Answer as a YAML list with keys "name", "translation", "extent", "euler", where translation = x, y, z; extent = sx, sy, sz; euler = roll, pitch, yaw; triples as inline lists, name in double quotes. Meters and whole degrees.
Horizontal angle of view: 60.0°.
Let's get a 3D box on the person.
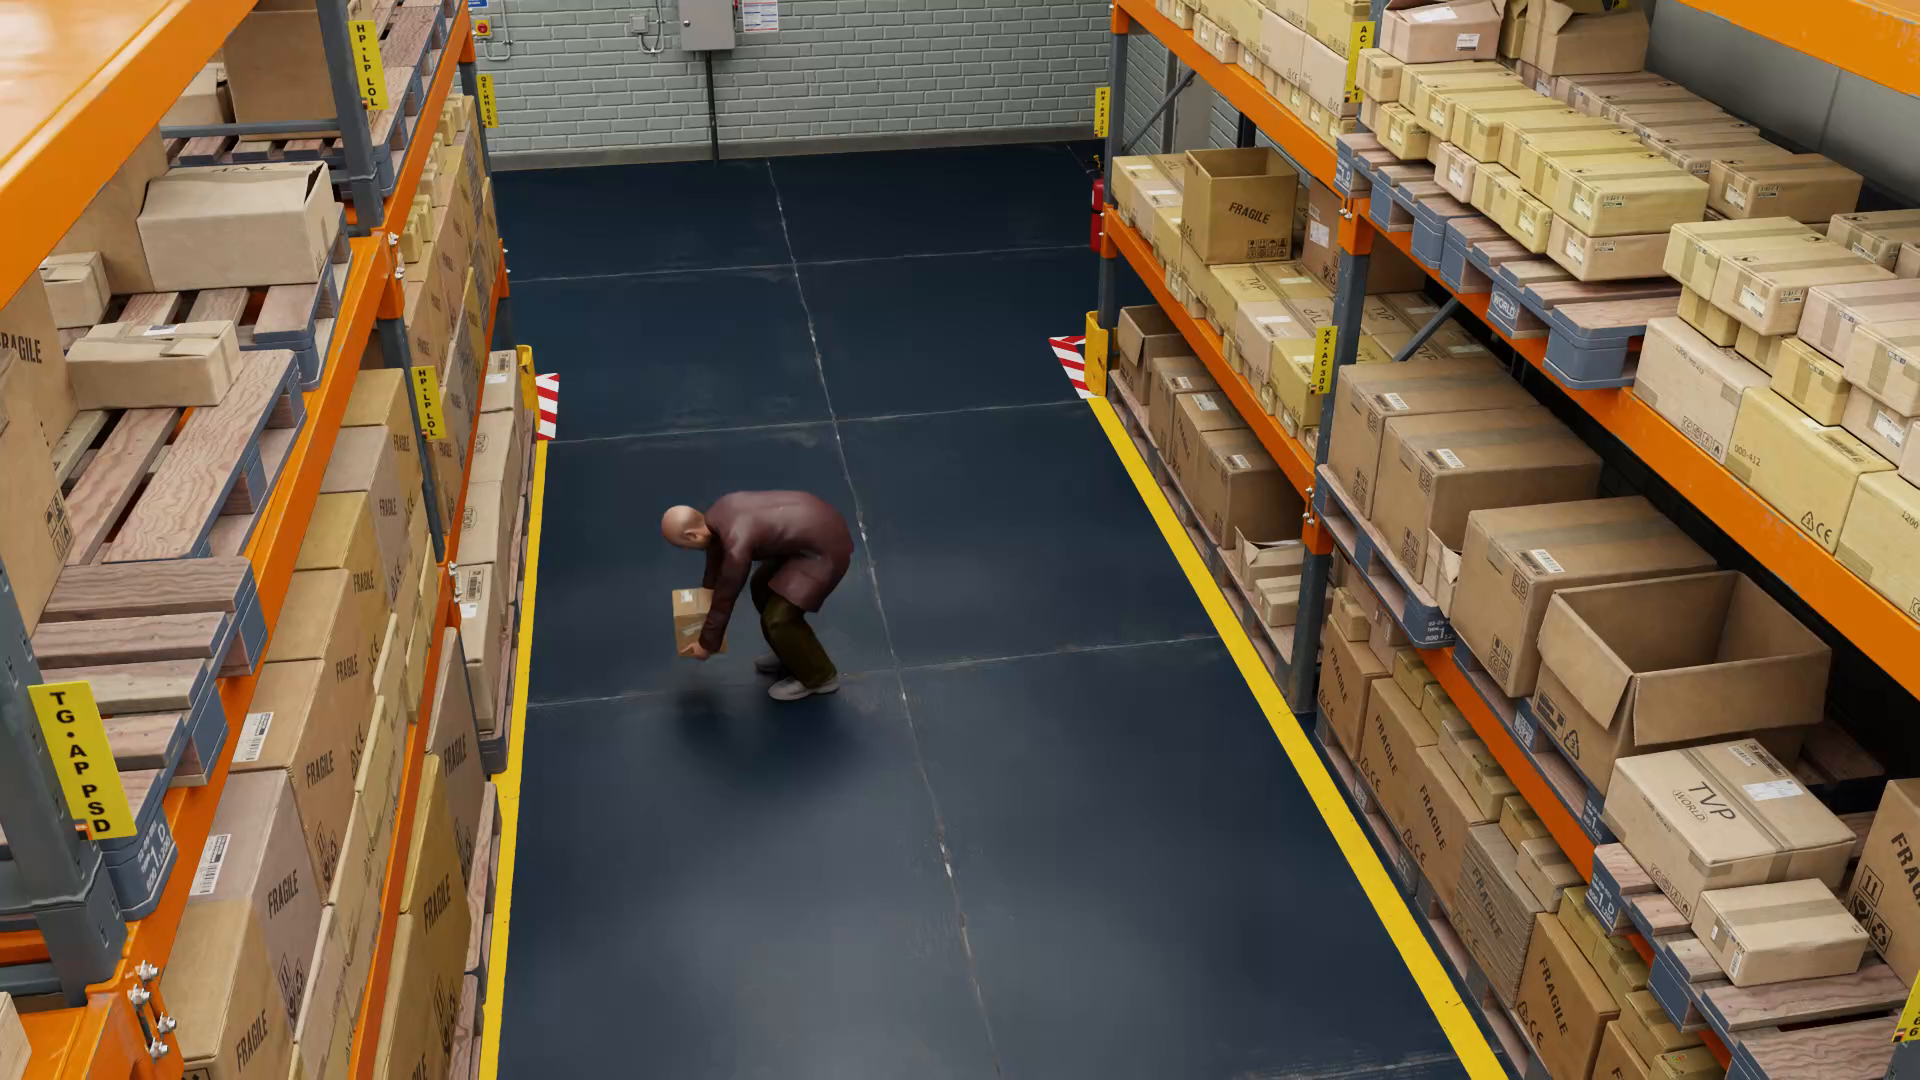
- name: "person"
  translation: [-0.994, 0.266, 8.375]
  extent: [0.941, 1.097, 0.585]
  euler: [-7, 31, -11]
